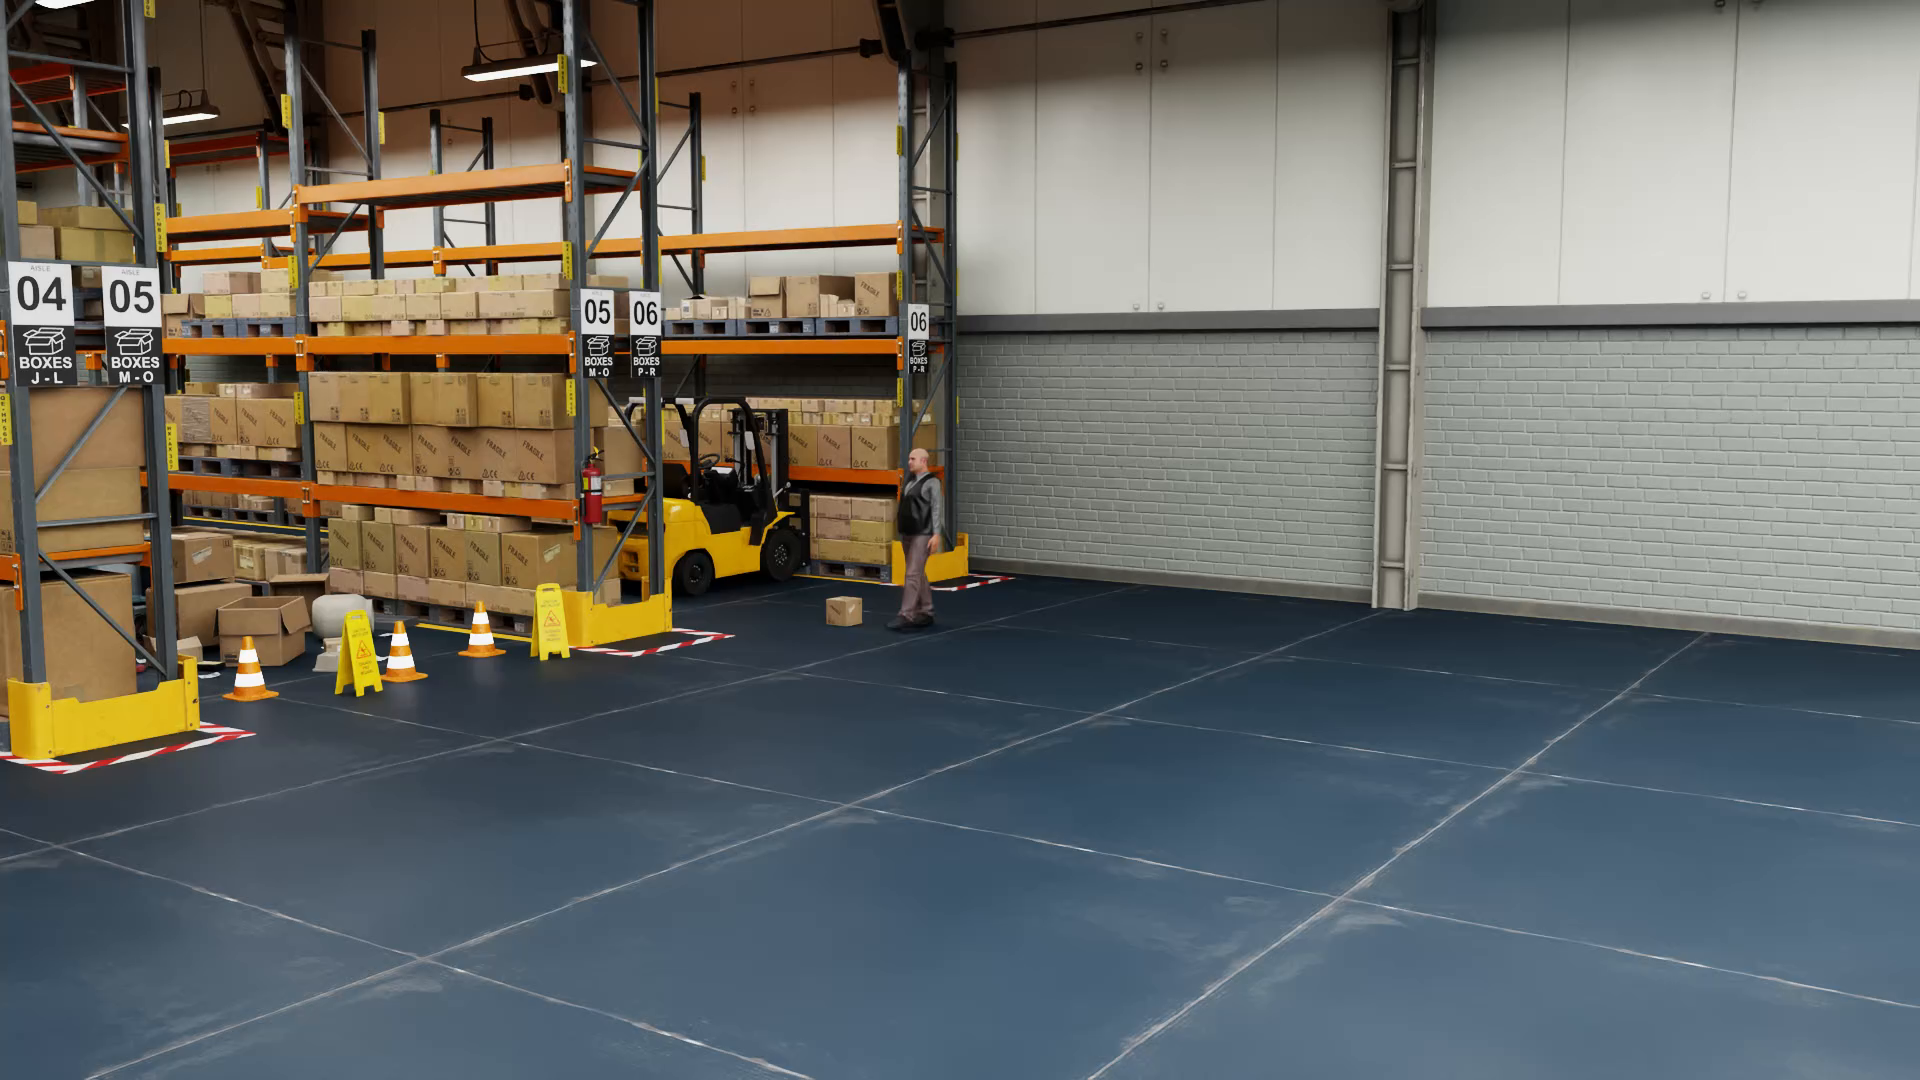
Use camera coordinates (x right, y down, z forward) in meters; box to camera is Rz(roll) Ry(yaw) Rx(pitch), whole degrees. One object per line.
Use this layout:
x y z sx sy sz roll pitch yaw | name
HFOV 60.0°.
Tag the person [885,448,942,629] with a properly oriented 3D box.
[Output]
-0.507 -0.014 15.941 0.717 1.713 0.572 -4 8 -35 | person
